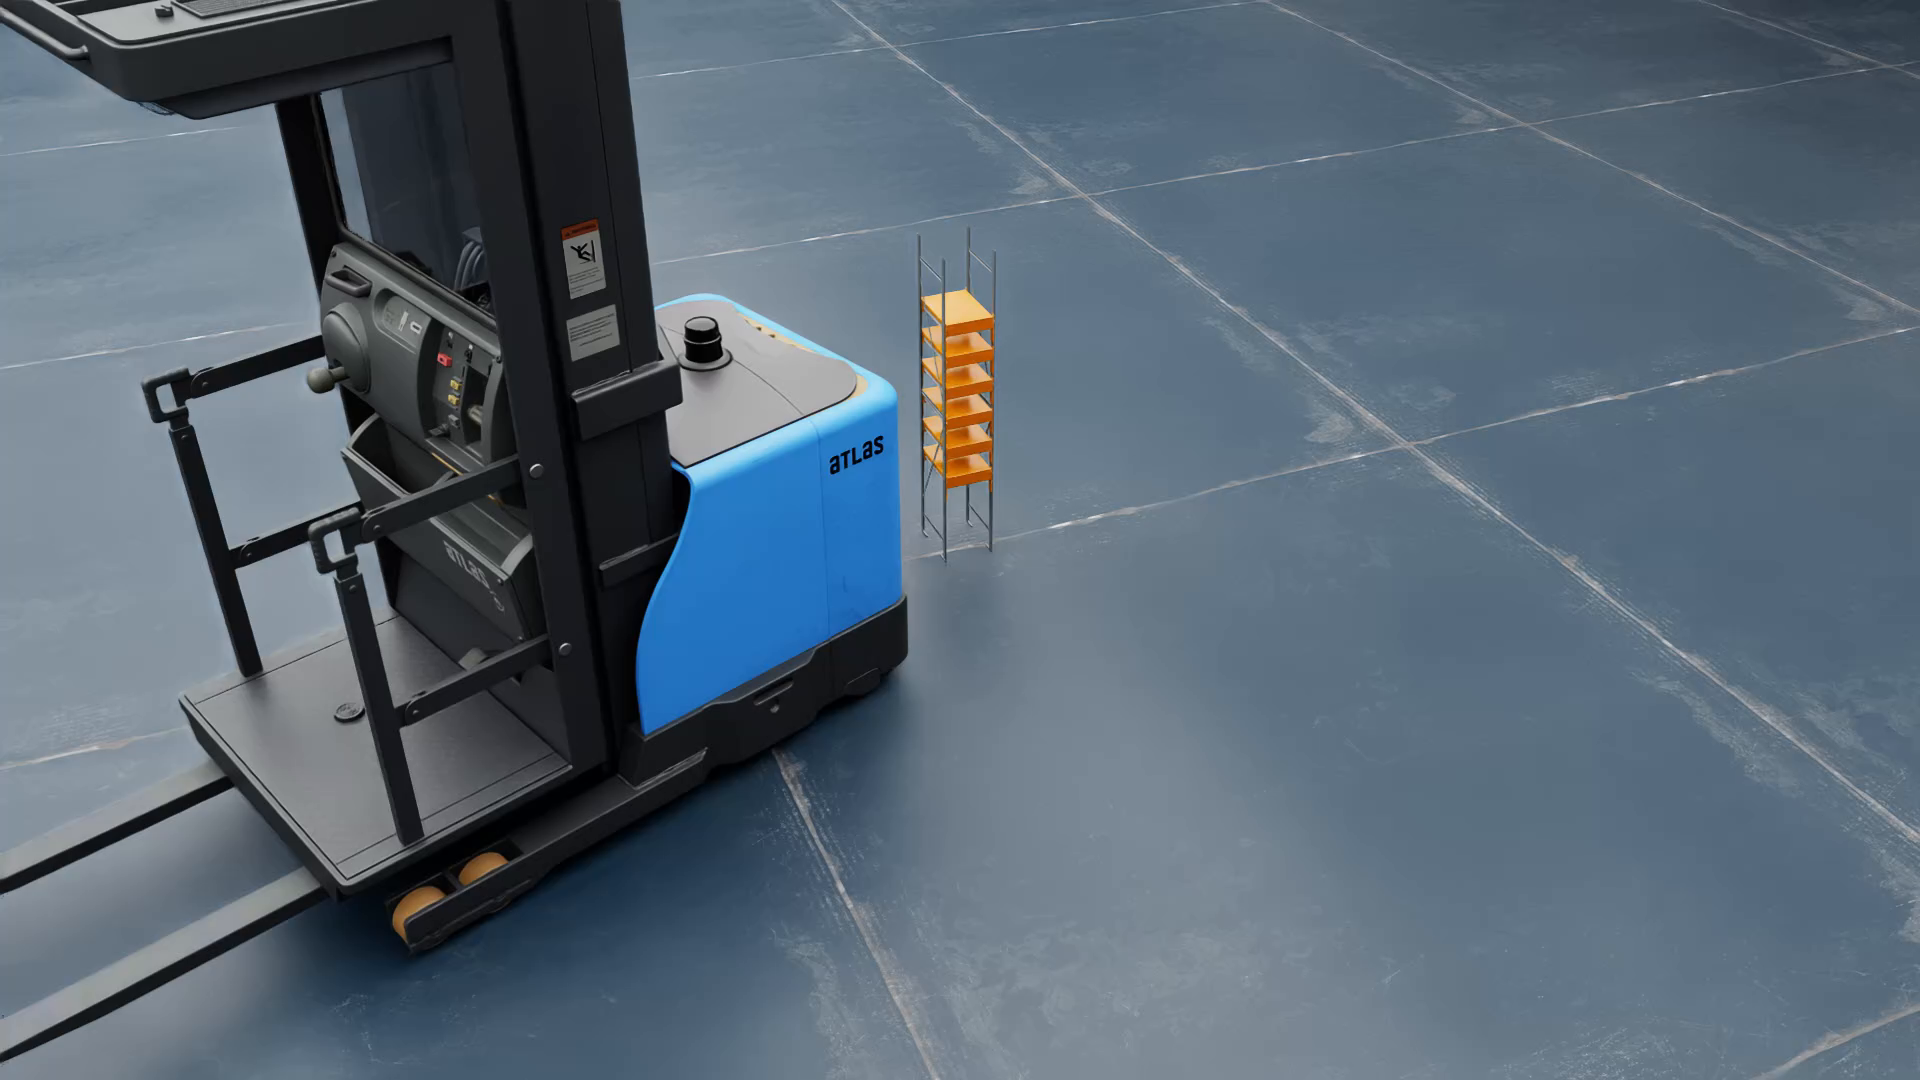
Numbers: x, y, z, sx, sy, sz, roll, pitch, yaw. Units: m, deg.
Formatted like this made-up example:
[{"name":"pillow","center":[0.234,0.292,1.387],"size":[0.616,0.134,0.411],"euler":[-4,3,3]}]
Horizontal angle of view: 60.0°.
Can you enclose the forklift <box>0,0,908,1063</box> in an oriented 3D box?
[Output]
[{"name":"forklift","center":[-1.591,-0.436,4.232],"size":[3.031,2.935,1.130],"euler":[-27,42,-35]}]

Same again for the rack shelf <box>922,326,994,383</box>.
[{"name":"rack shelf","center":[-0.013,-0.664,5.811],"size":[0.180,0.103,0.258],"euler":[-13,35,-19]}]

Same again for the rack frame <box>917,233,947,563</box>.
[{"name":"rack frame","center":[-0.098,-0.481,5.888],"size":[0.006,1.200,0.240],"euler":[-13,35,-19]}]

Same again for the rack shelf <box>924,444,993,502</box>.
[{"name":"rack shelf","center":[-0.013,-0.261,6.073],"size":[0.180,0.103,0.258],"euler":[-13,35,-19]}]

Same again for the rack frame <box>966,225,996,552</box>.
[{"name":"rack frame","center":[0.071,-0.519,5.948],"size":[0.006,1.200,0.240],"euler":[-13,35,-19]}]

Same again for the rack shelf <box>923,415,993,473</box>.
[{"name":"rack shelf","center":[-0.013,-0.362,6.008],"size":[0.180,0.103,0.258],"euler":[-13,35,-19]}]

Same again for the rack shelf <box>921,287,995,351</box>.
[{"name":"rack shelf","center":[-0.013,-0.764,5.746],"size":[0.180,0.103,0.258],"euler":[-13,35,-19]}]

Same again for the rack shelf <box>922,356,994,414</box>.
[{"name":"rack shelf","center":[-0.013,-0.563,5.877],"size":[0.180,0.103,0.258],"euler":[-13,35,-19]}]

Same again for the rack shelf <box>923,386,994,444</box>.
[{"name":"rack shelf","center":[-0.013,-0.463,5.942],"size":[0.180,0.103,0.258],"euler":[-13,35,-19]}]

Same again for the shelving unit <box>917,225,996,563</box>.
[{"name":"shelving unit","center":[-0.013,-0.500,5.918],"size":[0.189,1.200,0.258],"euler":[-13,35,-19]}]
